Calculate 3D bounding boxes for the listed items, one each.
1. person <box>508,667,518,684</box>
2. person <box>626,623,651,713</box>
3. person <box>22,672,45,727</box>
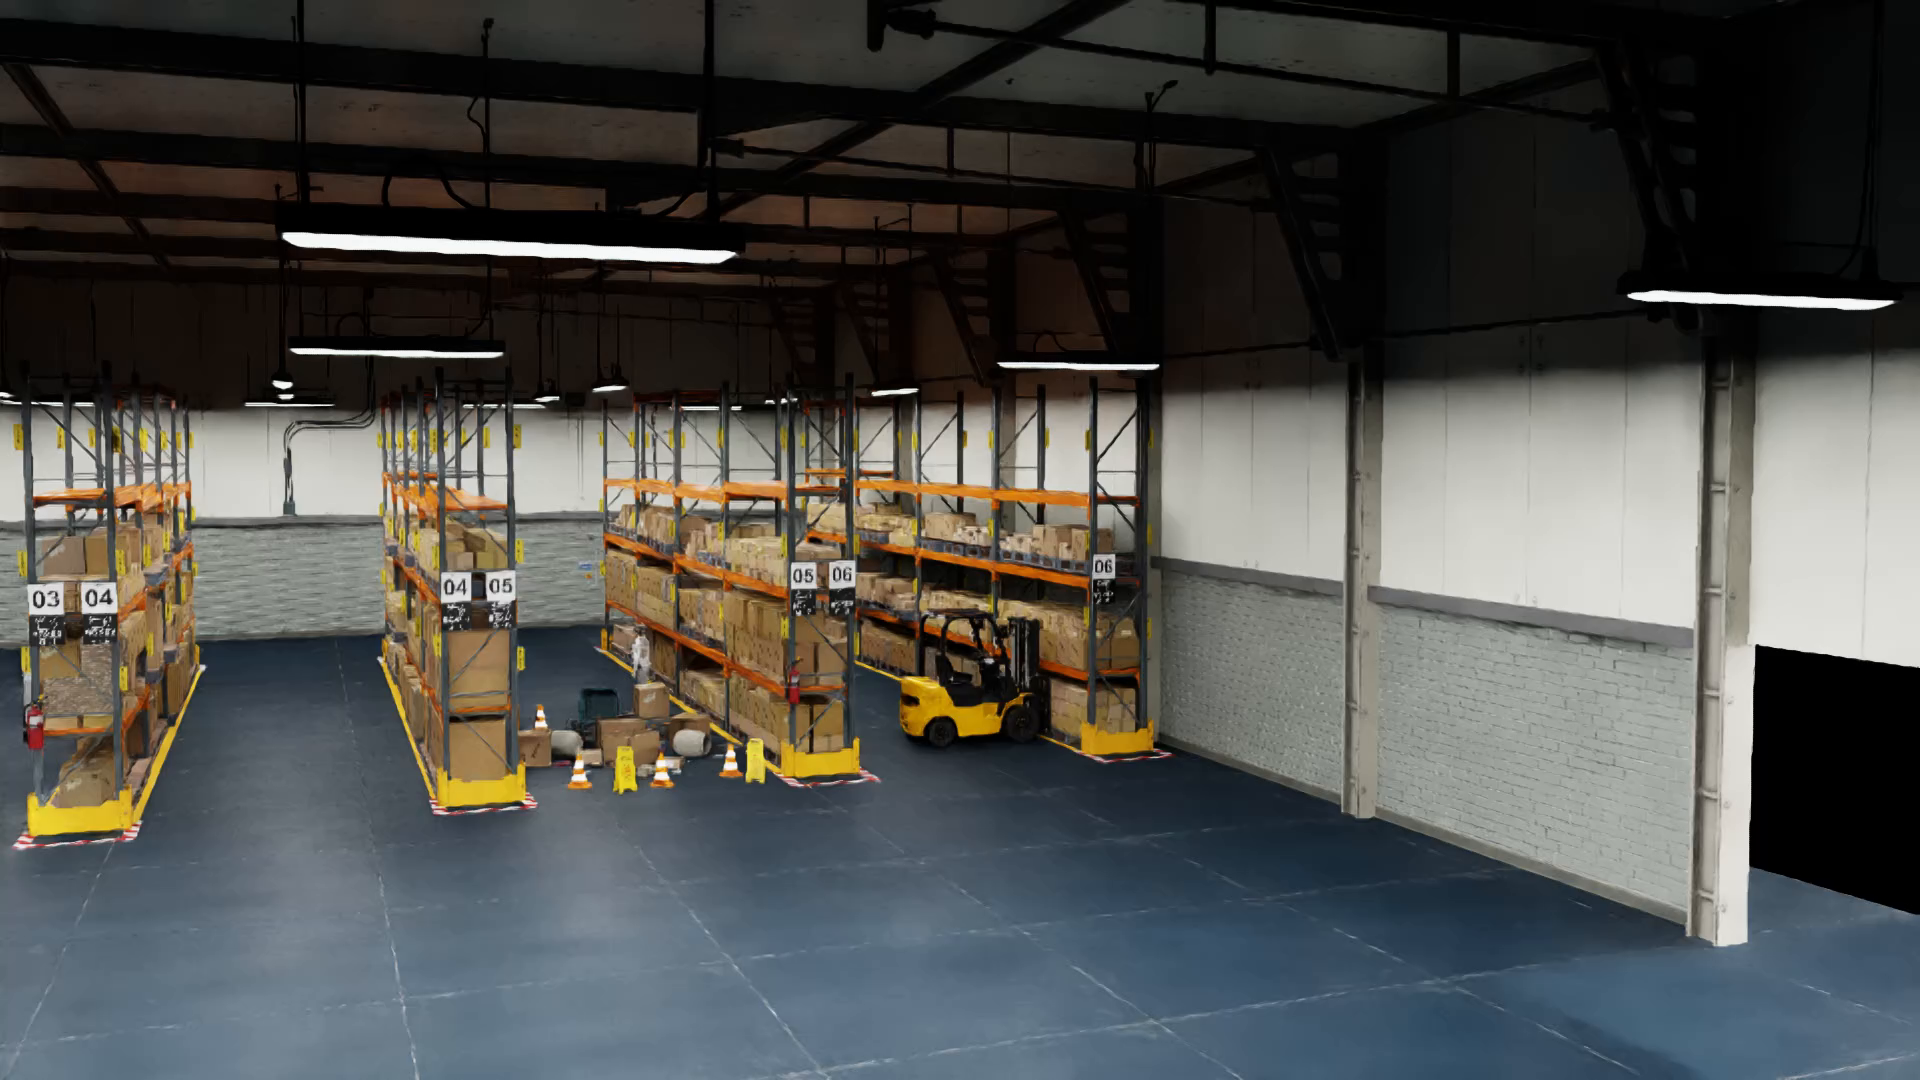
[{"bbox_3d":[-9.263,2.049,33.991,0.618,1.783,0.457,3,4,37],"label":"person"},{"bbox_3d":[-5.811,2.342,30.139,0.554,1.664,0.585,0,3,3],"label":"person"},{"bbox_3d":[-16.194,2.440,29.208,0.481,1.583,1.083,-2,4,-24],"label":"person"}]
